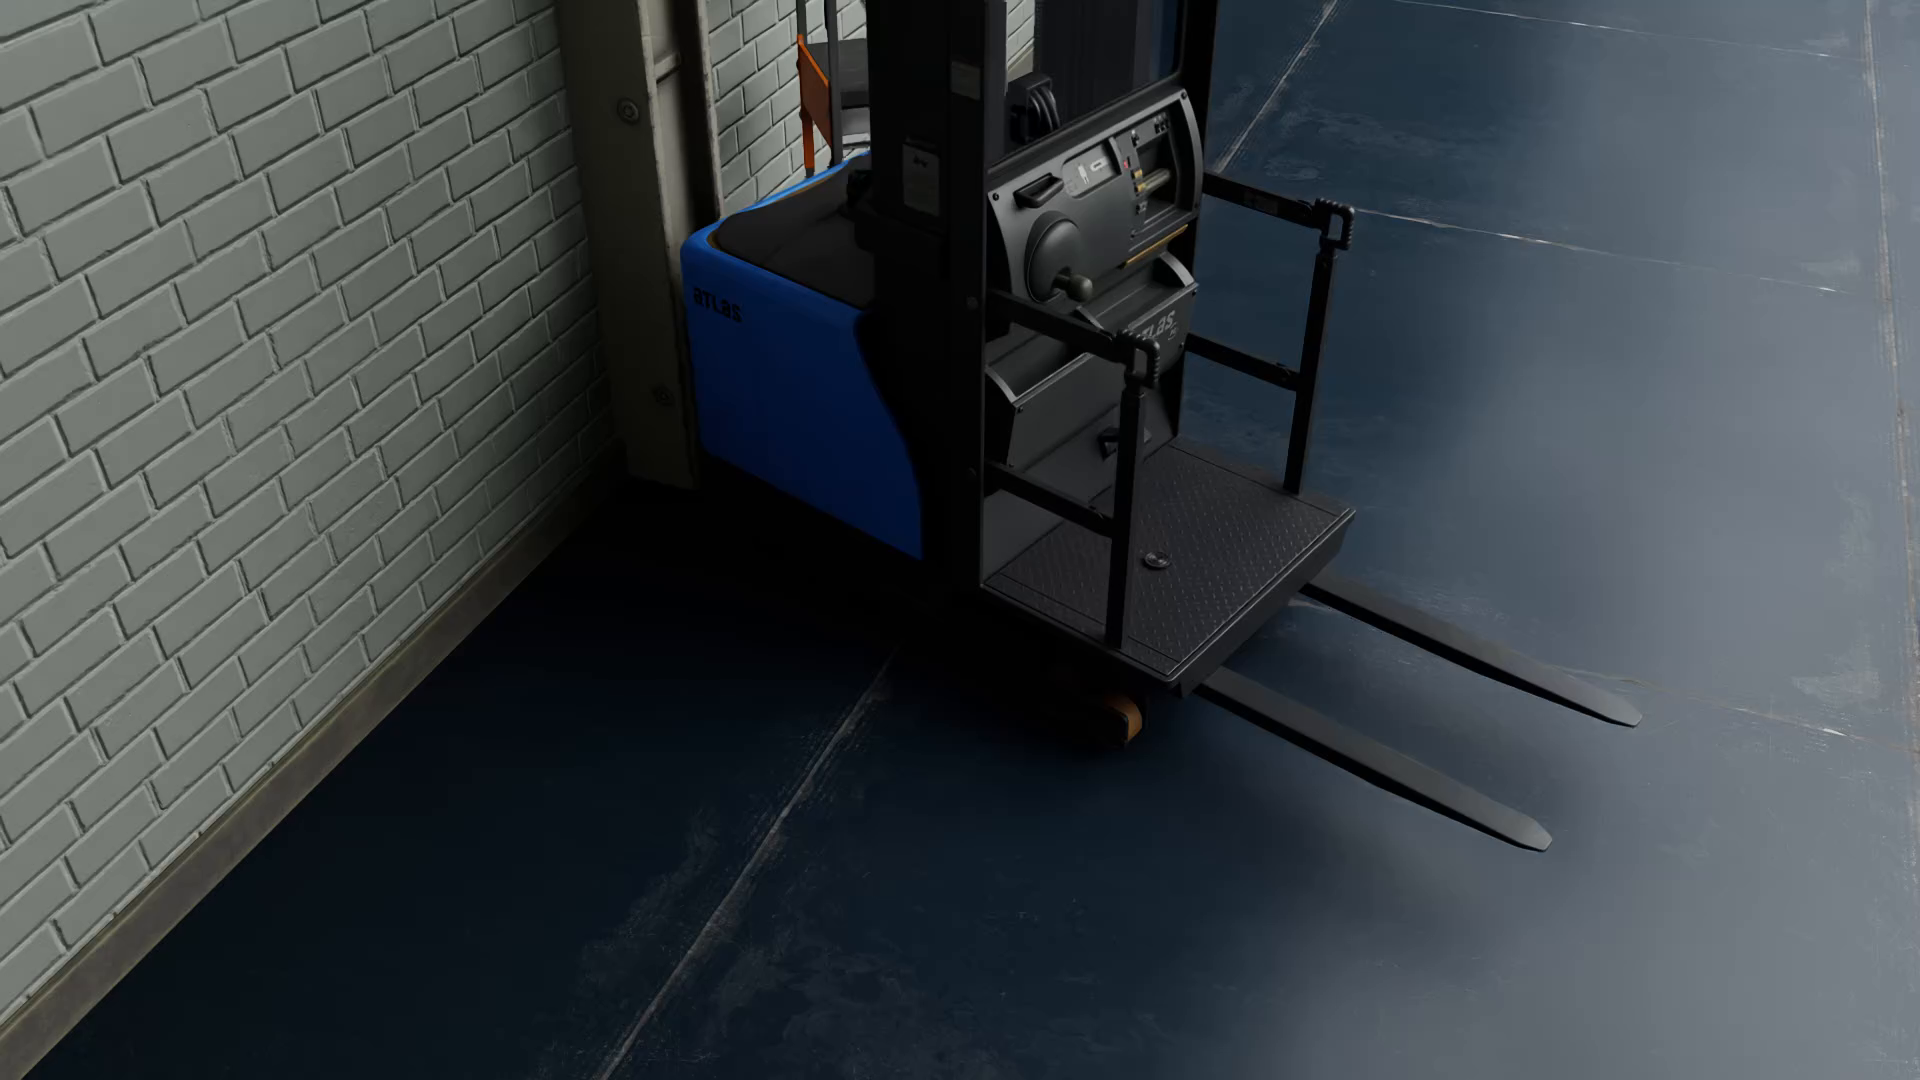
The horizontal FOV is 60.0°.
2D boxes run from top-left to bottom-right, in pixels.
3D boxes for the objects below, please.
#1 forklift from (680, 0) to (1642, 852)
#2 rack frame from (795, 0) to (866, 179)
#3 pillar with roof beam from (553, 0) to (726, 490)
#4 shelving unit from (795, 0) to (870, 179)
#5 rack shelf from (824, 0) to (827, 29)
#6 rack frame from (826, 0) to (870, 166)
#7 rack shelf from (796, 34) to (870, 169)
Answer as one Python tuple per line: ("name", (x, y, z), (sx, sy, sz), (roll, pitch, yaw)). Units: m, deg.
("forklift", (0.556, -0.920, 4.533), (3.031, 2.935, 1.130), (26, 44, 31))
("rack frame", (-0.399, -1.681, 6.245), (0.400, 2.100, 0.015), (-11, 38, -14))
("pillar with roof beam", (2.958, -2.946, 2.175), (9.100, 9.000, 0.400), (14, 39, 18))
("shelving unit", (-0.326, -1.542, 6.059), (0.431, 2.100, 0.503), (-11, 38, -14))
("rack shelf", (-0.326, -2.091, 5.648), (0.431, 0.518, 0.480), (-11, 38, -14))
("rack frame", (-0.253, -1.402, 5.872), (0.400, 2.100, 0.015), (-11, 38, -14))
("rack shelf", (-0.326, -1.531, 6.067), (0.431, 0.518, 0.480), (-11, 38, -14))
